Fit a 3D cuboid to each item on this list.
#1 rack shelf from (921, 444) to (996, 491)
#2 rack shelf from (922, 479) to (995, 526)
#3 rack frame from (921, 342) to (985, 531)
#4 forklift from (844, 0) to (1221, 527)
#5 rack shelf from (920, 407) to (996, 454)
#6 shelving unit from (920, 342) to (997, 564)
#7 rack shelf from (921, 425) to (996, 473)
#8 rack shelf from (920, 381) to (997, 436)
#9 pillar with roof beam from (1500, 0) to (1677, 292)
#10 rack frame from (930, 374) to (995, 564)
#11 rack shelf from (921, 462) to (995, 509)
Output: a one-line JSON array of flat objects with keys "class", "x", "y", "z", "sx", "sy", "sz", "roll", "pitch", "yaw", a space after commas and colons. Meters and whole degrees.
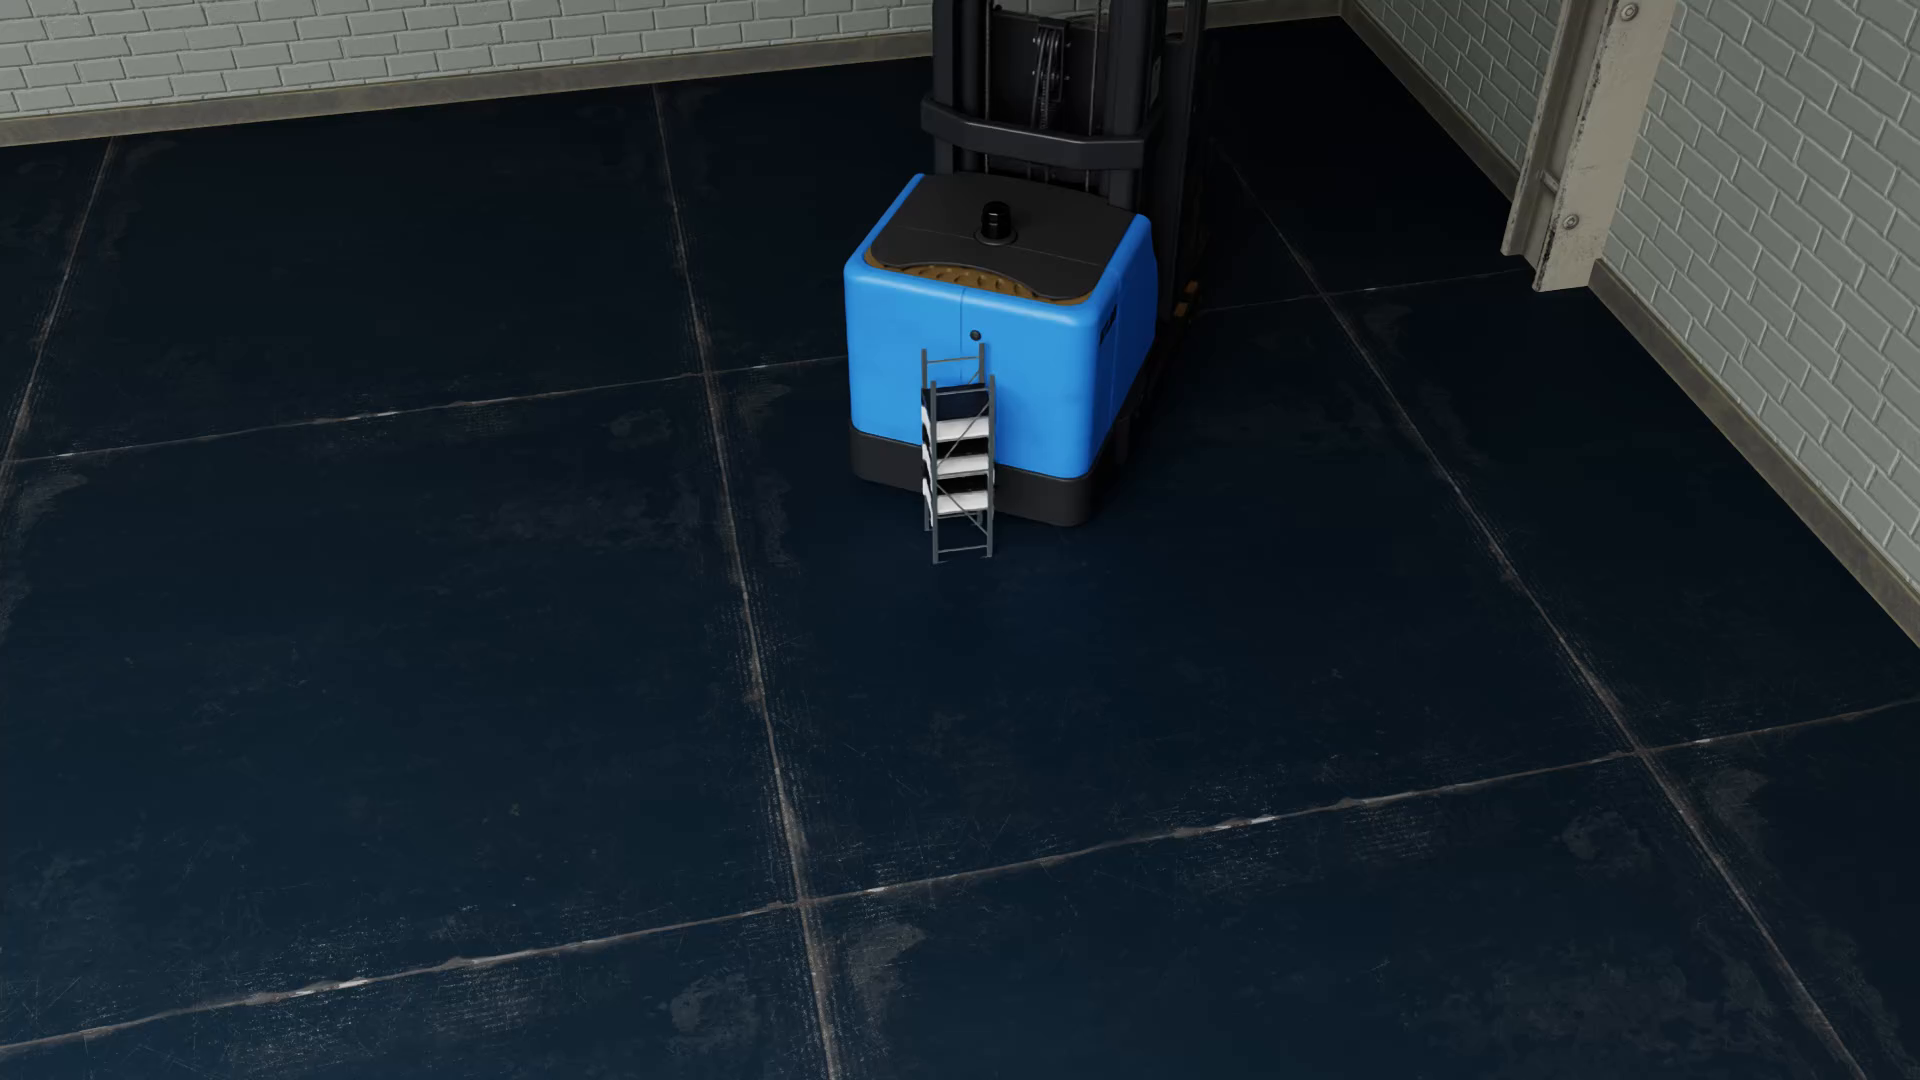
[{"class": "rack shelf", "x": -0.008, "y": -0.296, "z": 6.456, "sx": 0.258, "sy": 0.077, "sz": 0.200, "roll": -7, "pitch": 42, "yaw": -8}, {"class": "rack shelf", "x": -0.008, "y": -0.162, "z": 6.576, "sx": 0.258, "sy": 0.077, "sz": 0.200, "roll": -7, "pitch": 42, "yaw": -8}, {"class": "rack frame", "x": -0.026, "y": -0.388, "z": 6.509, "sx": 0.240, "sy": 0.900, "sz": 0.006, "roll": -7, "pitch": 42, "yaw": -8}, {"class": "forklift", "x": 0.527, "y": -2.138, "z": 6.951, "sx": 1.130, "sy": 2.935, "sz": 3.031, "roll": 14, "pitch": 43, "yaw": 15}, {"class": "rack shelf", "x": -0.008, "y": -0.431, "z": 6.337, "sx": 0.258, "sy": 0.077, "sz": 0.200, "roll": -7, "pitch": 42, "yaw": -8}, {"class": "shelving unit", "x": -0.008, "y": -0.321, "z": 6.434, "sx": 0.258, "sy": 0.900, "sz": 0.210, "roll": -7, "pitch": 42, "yaw": -8}, {"class": "rack shelf", "x": -0.008, "y": -0.364, "z": 6.396, "sx": 0.258, "sy": 0.077, "sz": 0.200, "roll": -7, "pitch": 42, "yaw": -8}, {"class": "rack shelf", "x": -0.008, "y": -0.498, "z": 6.277, "sx": 0.258, "sy": 0.077, "sz": 0.200, "roll": -7, "pitch": 42, "yaw": -8}, {"class": "pillar with roof beam", "x": -1.284, "y": -4.108, "z": 4.600, "sx": 9.100, "sy": 9.000, "sz": 0.400, "roll": -8, "pitch": 42, "yaw": -9}, {"class": "rack frame", "x": 0.010, "y": -0.255, "z": 6.359, "sx": 0.240, "sy": 0.900, "sz": 0.006, "roll": -7, "pitch": 42, "yaw": -8}, {"class": "rack shelf", "x": -0.008, "y": -0.229, "z": 6.516, "sx": 0.258, "sy": 0.077, "sz": 0.200, "roll": -7, "pitch": 42, "yaw": -8}]
